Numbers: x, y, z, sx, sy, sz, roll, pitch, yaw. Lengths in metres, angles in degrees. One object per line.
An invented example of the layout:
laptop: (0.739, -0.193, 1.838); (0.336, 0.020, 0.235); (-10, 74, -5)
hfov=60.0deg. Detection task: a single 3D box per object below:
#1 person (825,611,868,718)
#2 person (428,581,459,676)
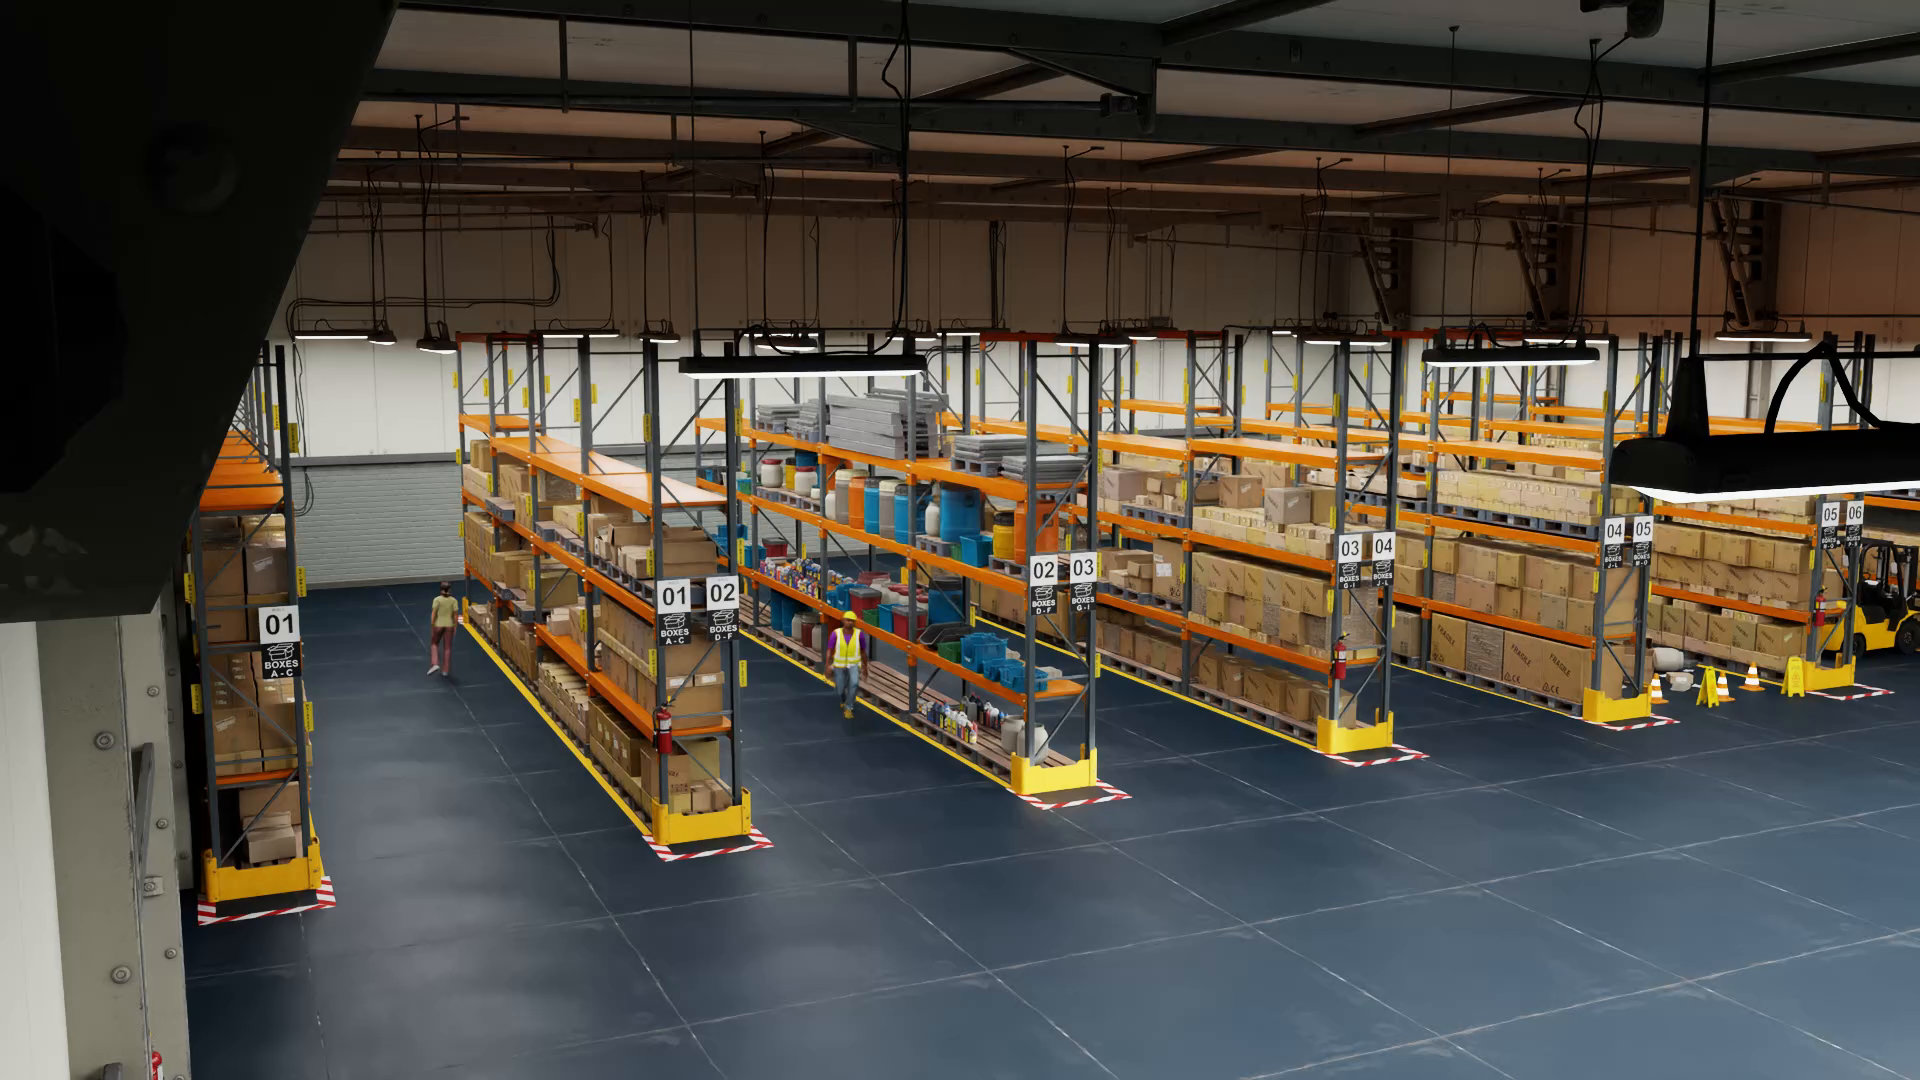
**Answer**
person: (-1.745, 1.871, 25.428); (0.626, 1.549, 0.937); (0, 8, 3)
person: (-9.114, 1.555, 29.289); (0.574, 1.673, 0.407); (-3, 8, -18)
